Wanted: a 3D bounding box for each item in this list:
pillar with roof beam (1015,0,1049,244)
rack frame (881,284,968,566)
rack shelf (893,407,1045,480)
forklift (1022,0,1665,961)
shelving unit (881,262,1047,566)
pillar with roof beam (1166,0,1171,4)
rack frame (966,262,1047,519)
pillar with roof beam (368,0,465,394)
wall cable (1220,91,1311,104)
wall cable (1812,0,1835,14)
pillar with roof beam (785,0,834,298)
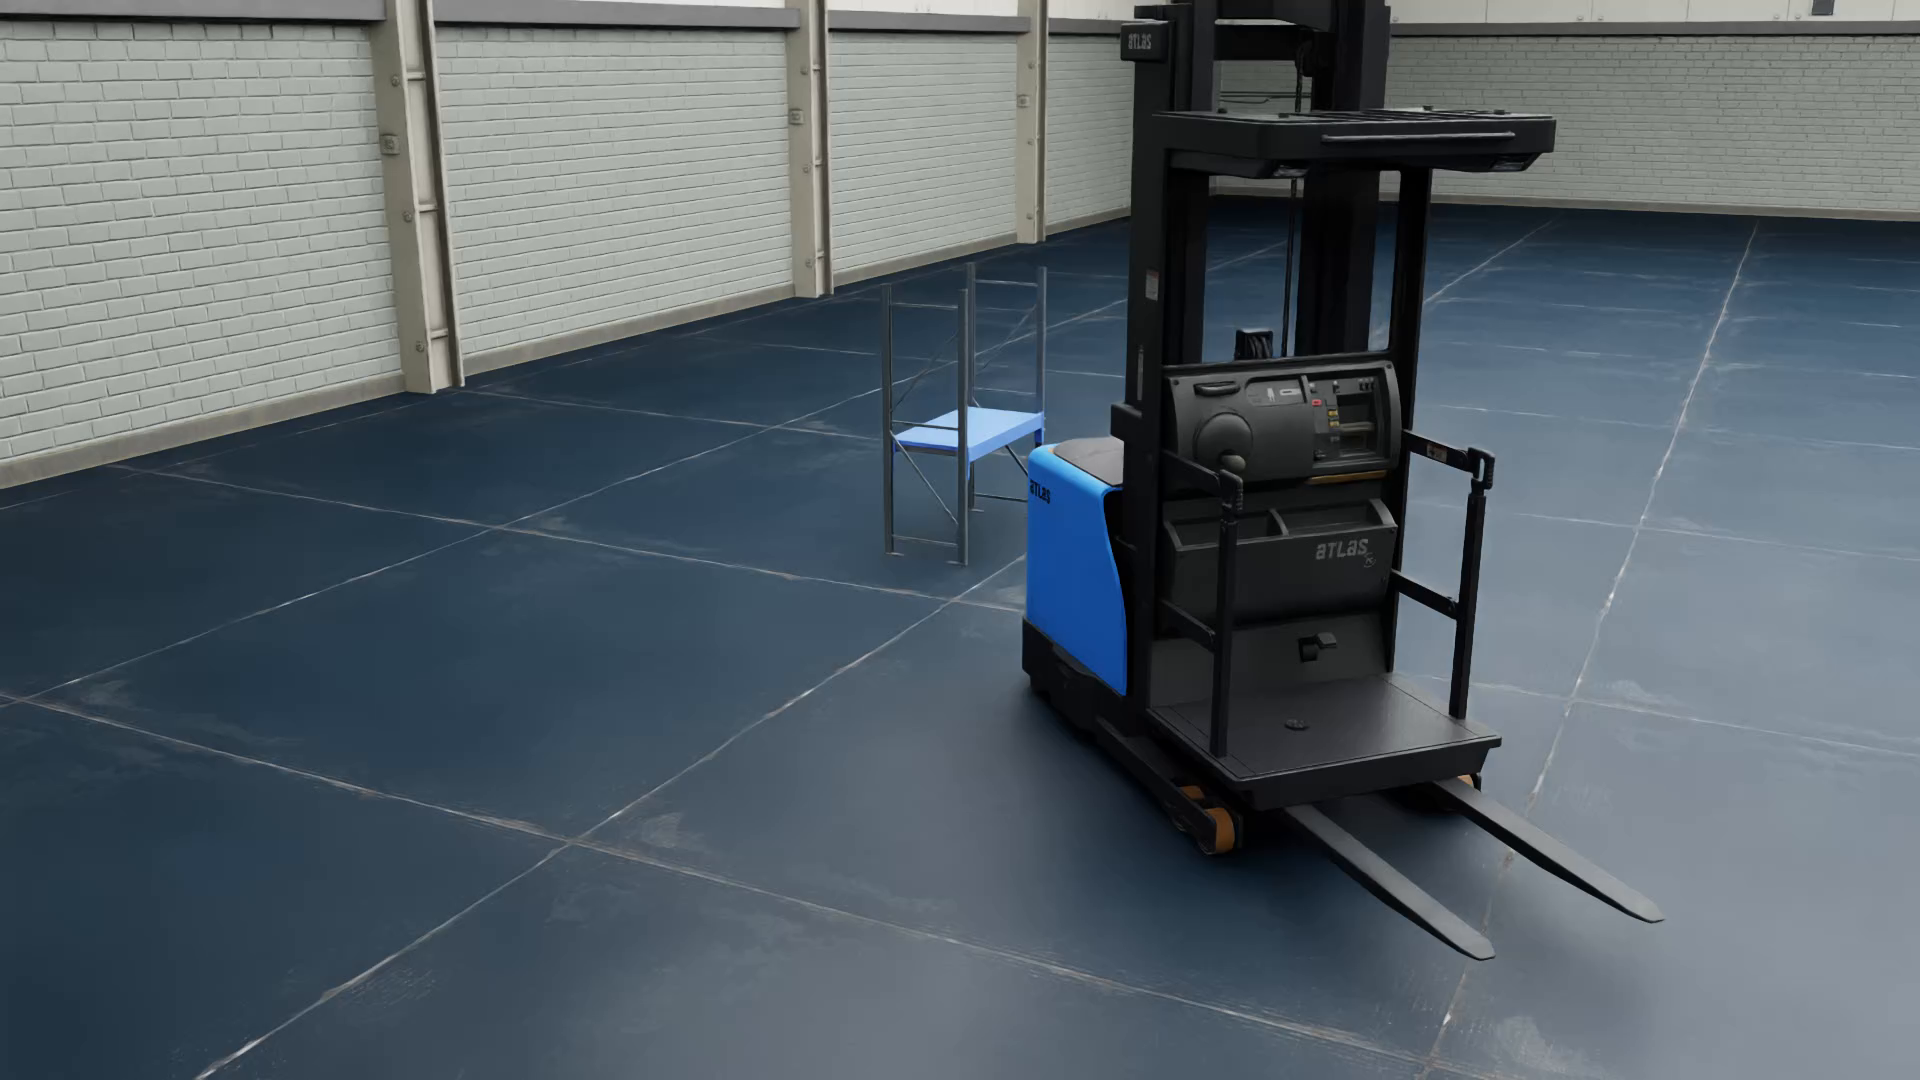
[{"bbox_3d":[4.867,-8.080,20.922,9.100,9.000,0.400,8,18,25],"label":"pillar with roof beam"},{"bbox_3d":[-0.189,-0.611,8.948,0.500,1.500,0.032,8,18,25],"label":"rack frame"},{"bbox_3d":[0.038,-0.568,9.435,0.538,0.185,1.000,8,18,25],"label":"rack shelf"},{"bbox_3d":[1.263,-0.436,5.844,1.130,2.935,3.031,-6,18,-19],"label":"forklift"},{"bbox_3d":[0.038,-0.741,9.384,0.538,1.500,1.048,8,18,25],"label":"shelving unit"},{"bbox_3d":[7.548,-9.608,26.068,9.100,9.000,0.400,8,18,25],"label":"pillar with roof beam"},{"bbox_3d":[0.265,-0.870,9.820,0.500,1.500,0.032,8,18,25],"label":"rack frame"},{"bbox_3d":[-0.495,-5.023,10.631,9.100,9.000,0.400,8,18,25],"label":"pillar with roof beam"},{"bbox_3d":[6.196,-9.249,30.314,3.097,2.526,0.112,8,18,25],"label":"wall cable"},{"bbox_3d":[14.682,-11.156,25.308,2.305,6.003,0.169,8,18,25],"label":"wall cable"},{"bbox_3d":[2.186,-6.551,15.777,9.100,9.000,0.400,8,18,25],"label":"pillar with roof beam"}]
